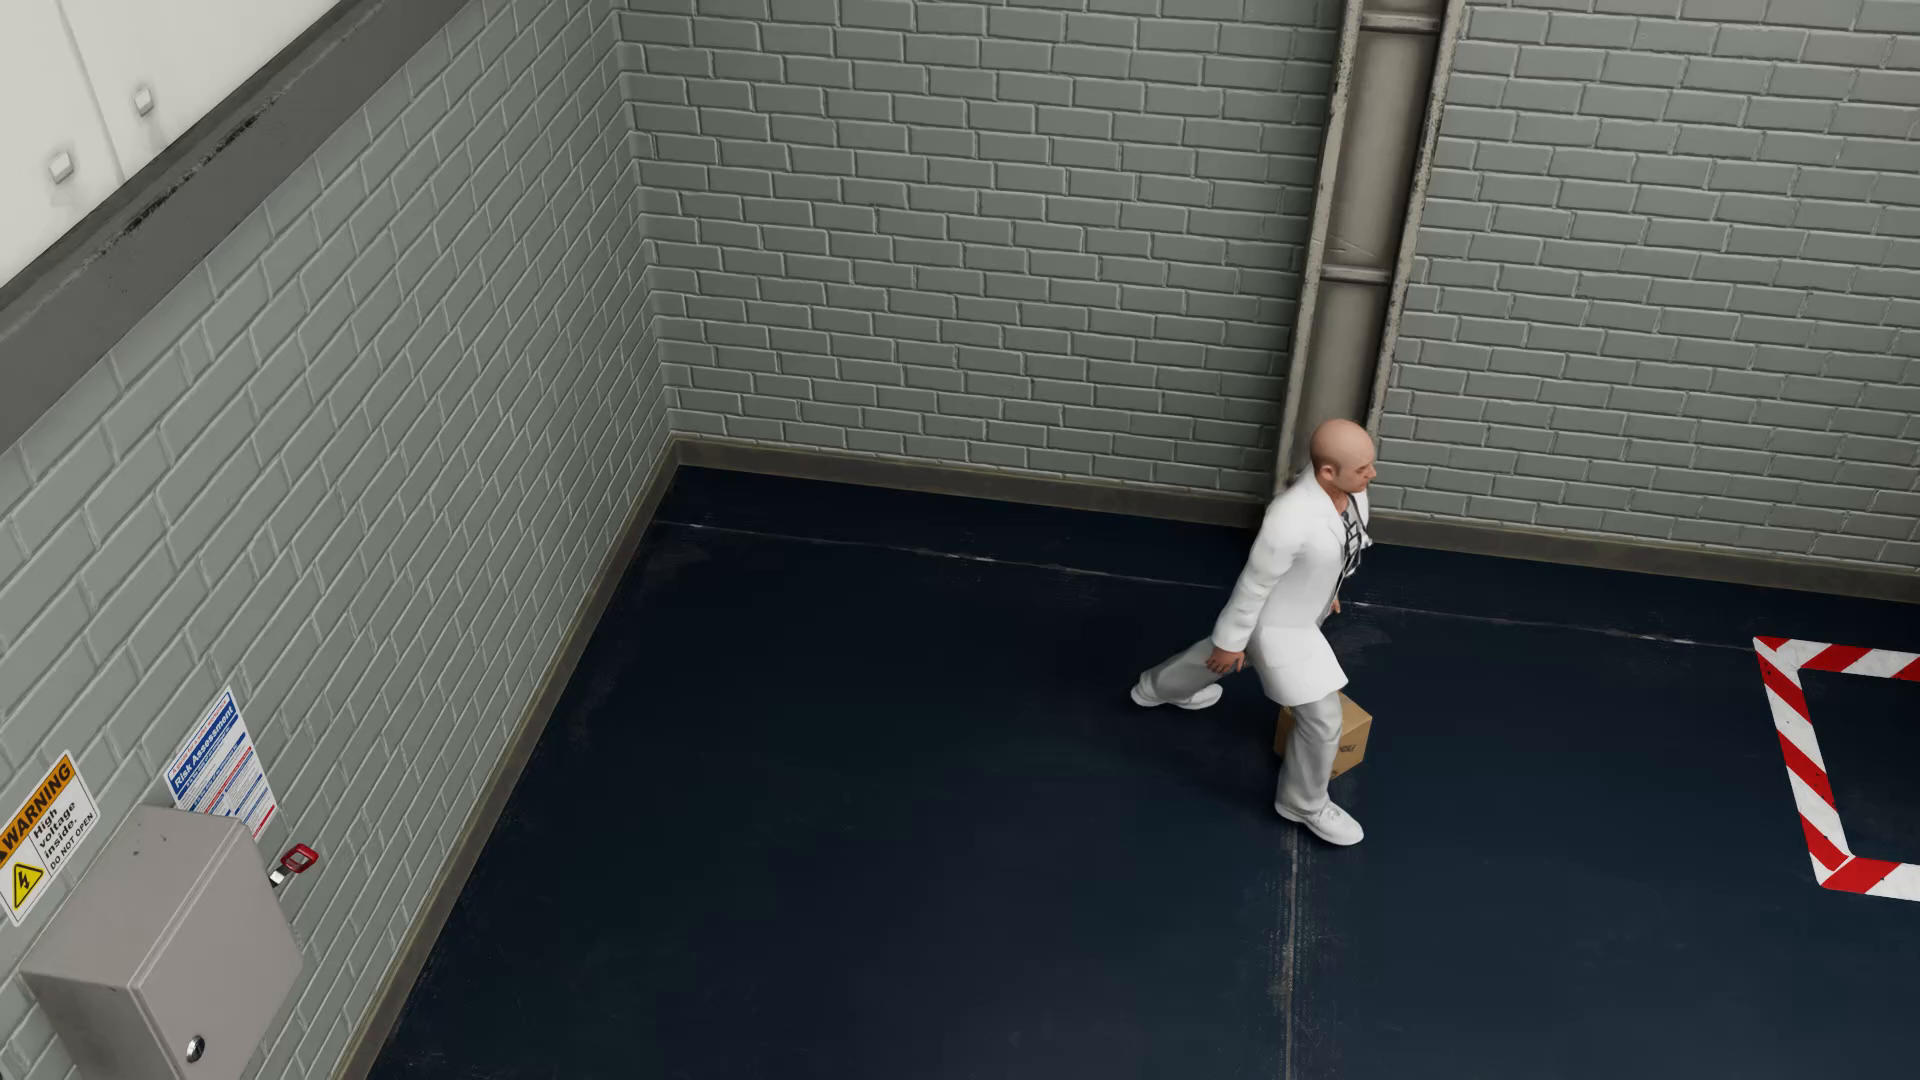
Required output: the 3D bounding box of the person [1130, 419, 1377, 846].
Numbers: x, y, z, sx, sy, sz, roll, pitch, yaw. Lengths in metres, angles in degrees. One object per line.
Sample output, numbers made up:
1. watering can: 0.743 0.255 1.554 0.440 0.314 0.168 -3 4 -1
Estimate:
1. person: 1.125 0.230 5.914 1.033 1.714 0.623 21 44 23
